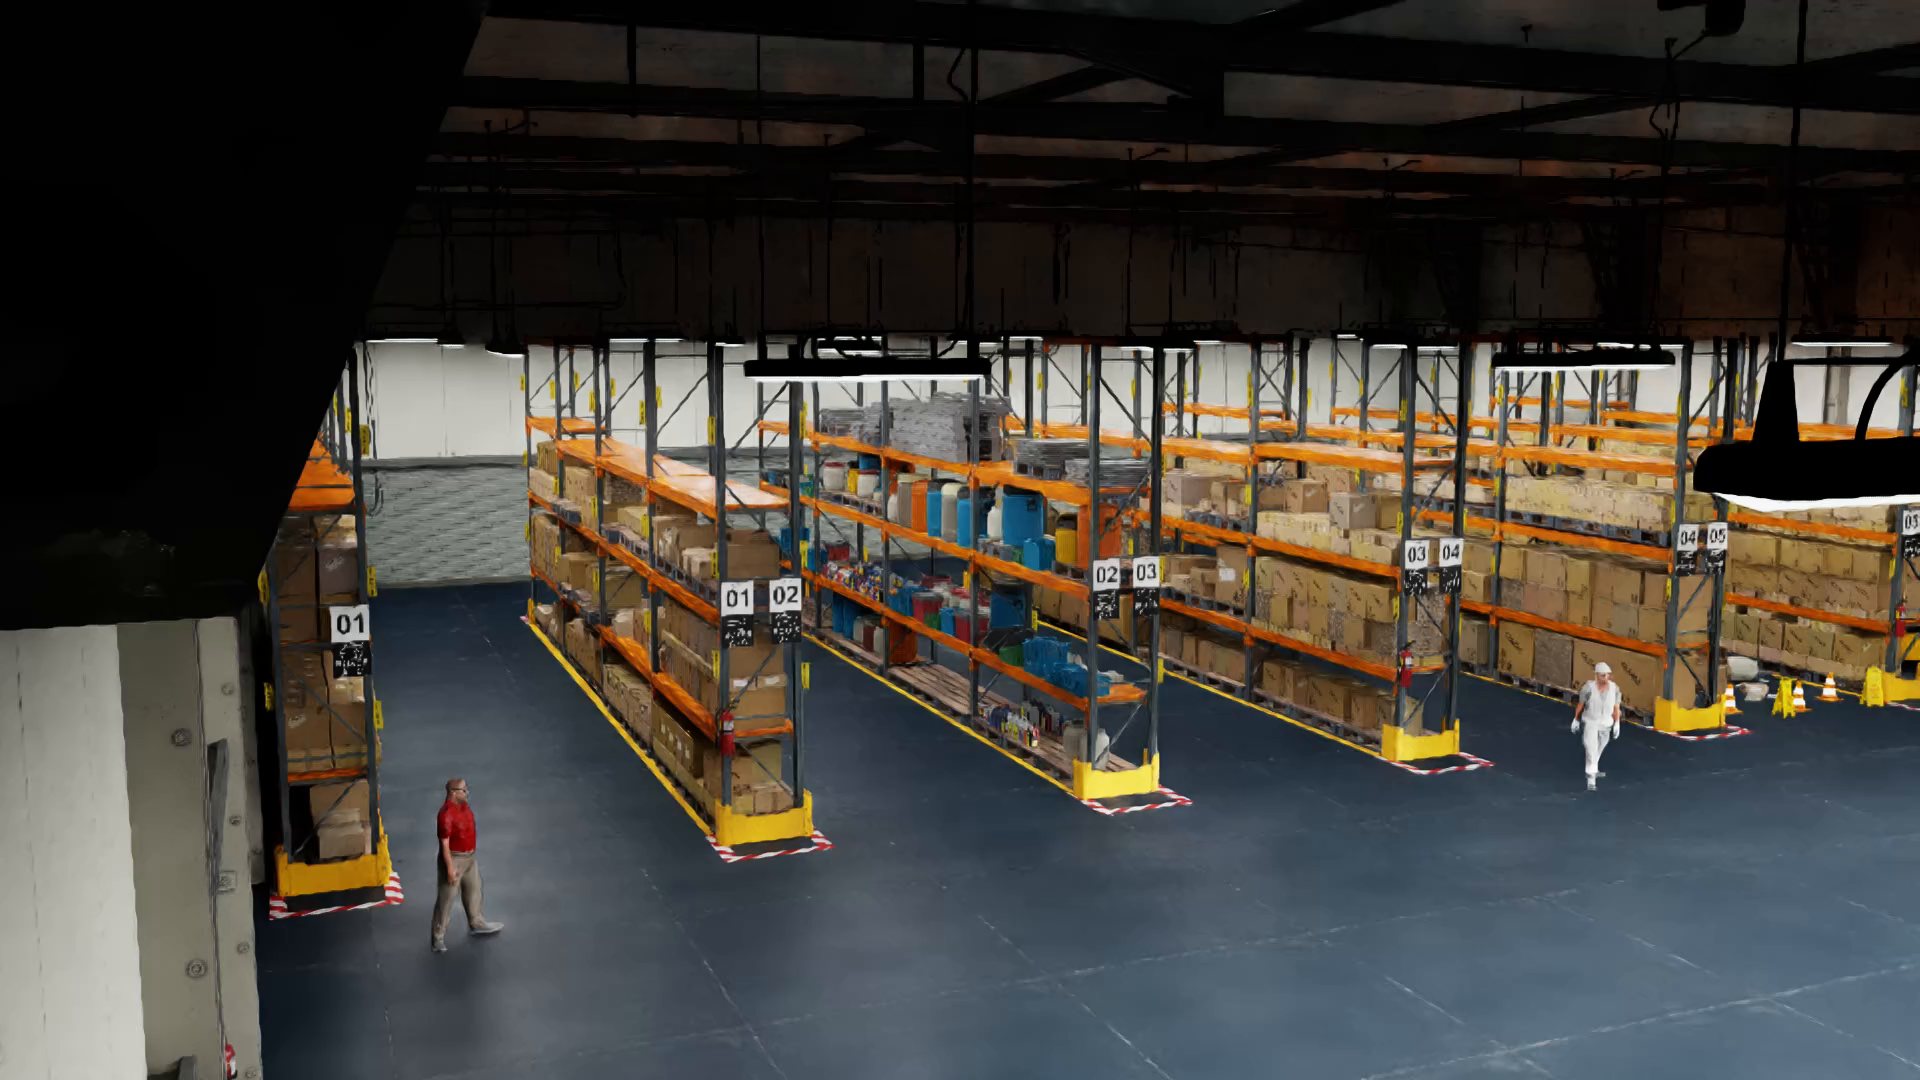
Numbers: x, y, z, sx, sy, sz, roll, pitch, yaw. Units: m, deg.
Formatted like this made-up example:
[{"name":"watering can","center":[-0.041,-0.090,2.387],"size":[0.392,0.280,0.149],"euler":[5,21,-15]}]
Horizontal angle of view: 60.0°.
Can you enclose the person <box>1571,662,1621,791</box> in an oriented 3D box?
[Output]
[{"name":"person","center":[8.644,2.492,22.548],"size":[0.596,1.740,0.987],"euler":[0,8,0]}]

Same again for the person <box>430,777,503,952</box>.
[{"name":"person","center":[-5.072,3.235,16.869],"size":[0.550,1.720,0.747],"euler":[1,8,10]}]
